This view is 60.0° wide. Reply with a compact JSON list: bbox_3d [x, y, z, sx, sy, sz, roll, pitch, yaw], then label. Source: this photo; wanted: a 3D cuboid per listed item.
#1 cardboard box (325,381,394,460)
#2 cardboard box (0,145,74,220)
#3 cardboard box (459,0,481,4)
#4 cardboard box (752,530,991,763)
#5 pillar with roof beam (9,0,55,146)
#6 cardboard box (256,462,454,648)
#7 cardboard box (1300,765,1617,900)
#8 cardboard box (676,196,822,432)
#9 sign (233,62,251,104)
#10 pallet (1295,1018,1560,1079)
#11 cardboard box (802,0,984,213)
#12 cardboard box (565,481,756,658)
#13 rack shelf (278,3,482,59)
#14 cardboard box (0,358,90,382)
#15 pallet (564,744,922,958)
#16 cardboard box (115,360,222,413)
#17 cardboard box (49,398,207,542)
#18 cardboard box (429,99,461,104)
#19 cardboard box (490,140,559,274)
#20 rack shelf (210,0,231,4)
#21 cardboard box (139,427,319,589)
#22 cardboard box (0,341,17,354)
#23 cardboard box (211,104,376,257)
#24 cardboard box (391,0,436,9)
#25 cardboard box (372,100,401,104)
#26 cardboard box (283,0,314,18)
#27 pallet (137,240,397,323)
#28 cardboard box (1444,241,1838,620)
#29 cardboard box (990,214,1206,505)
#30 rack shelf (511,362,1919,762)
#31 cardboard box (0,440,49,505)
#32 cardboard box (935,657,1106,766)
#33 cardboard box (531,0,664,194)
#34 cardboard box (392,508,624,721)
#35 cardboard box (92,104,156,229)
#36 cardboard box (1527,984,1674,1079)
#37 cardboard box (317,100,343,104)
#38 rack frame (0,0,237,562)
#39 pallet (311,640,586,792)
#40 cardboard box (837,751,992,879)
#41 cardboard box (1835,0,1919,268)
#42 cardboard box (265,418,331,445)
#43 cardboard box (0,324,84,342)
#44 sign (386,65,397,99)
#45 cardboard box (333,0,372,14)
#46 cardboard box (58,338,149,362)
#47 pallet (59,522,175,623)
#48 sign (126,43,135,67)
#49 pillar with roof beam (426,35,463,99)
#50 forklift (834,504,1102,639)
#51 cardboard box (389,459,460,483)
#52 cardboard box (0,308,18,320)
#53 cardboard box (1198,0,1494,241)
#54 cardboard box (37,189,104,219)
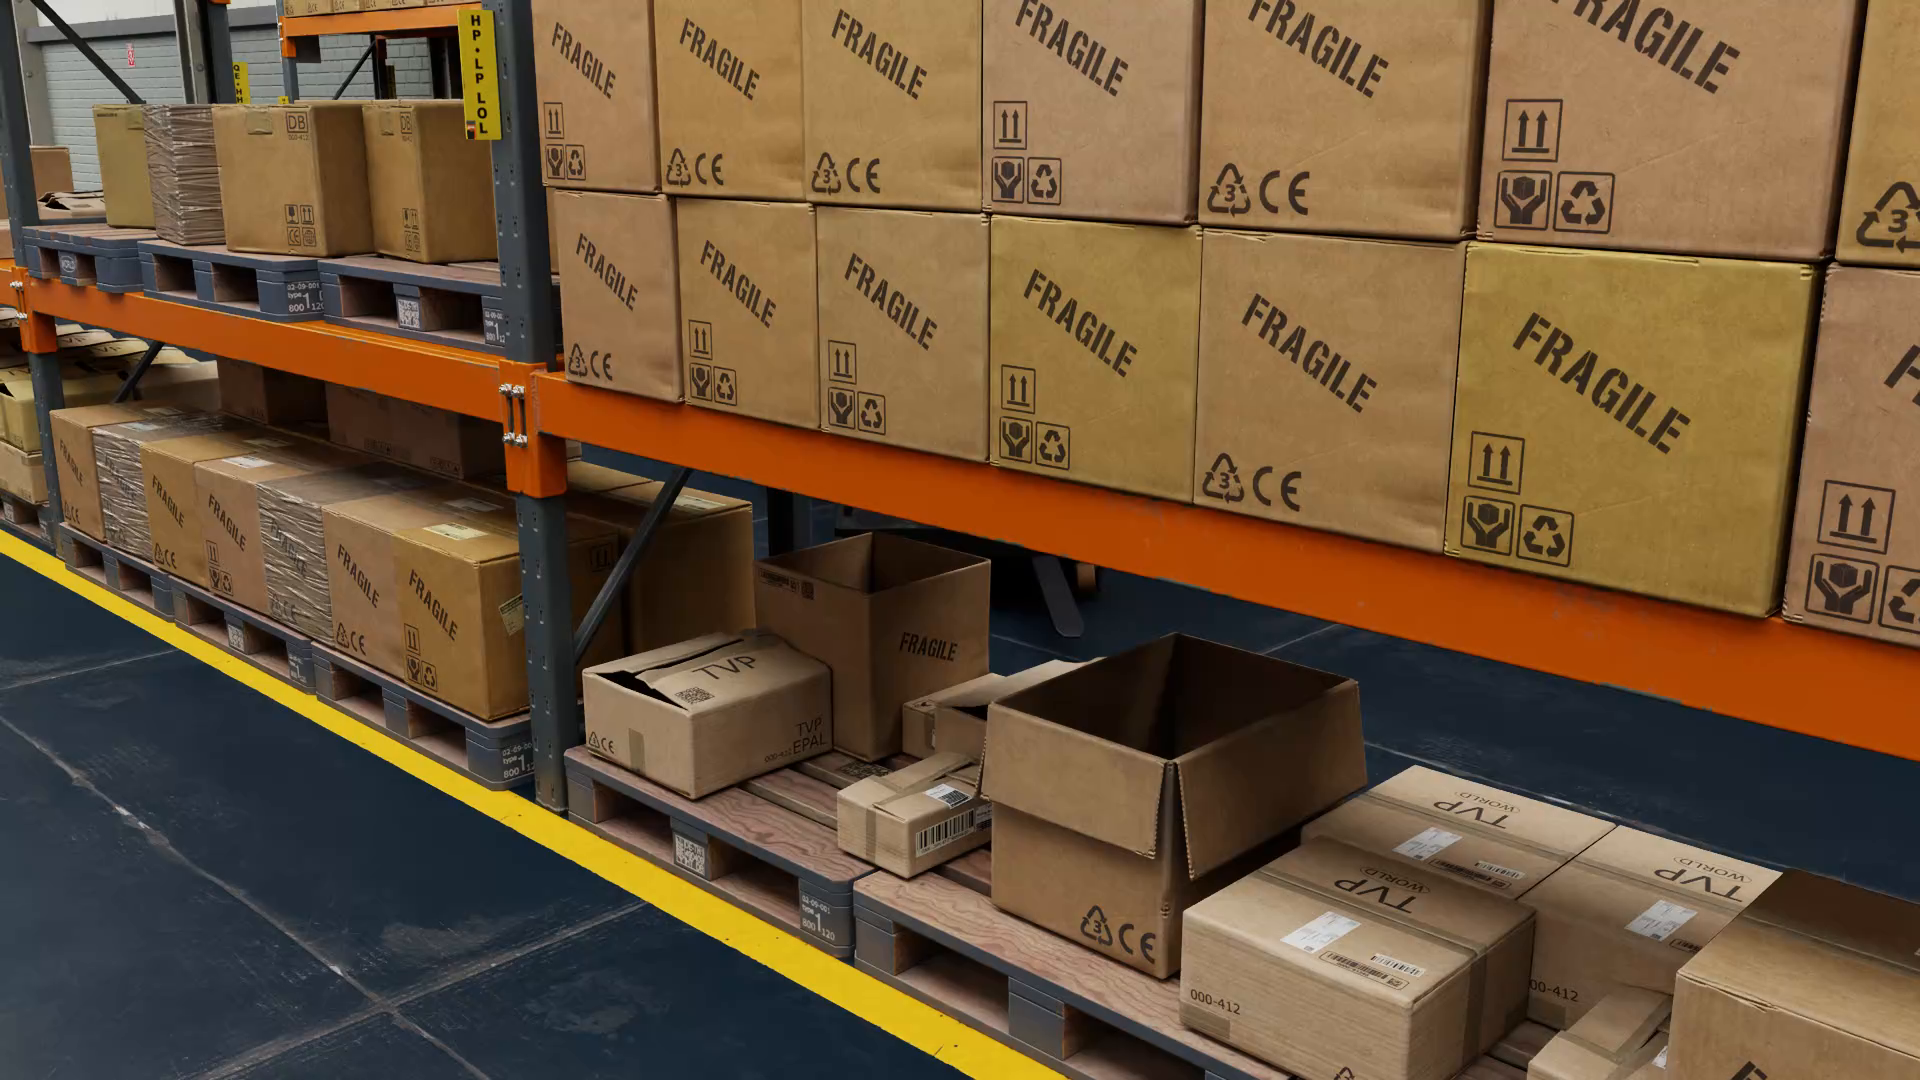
[{"bbox_3d":[-2.126,-0.506,6.523,0.500,0.250,0.500,13,20,41],"label":"cardboard box"},{"bbox_3d":[-4.964,-1.787,8.645,0.500,0.500,0.500,12,19,39],"label":"cardboard box"},{"bbox_3d":[-3.726,-4.602,13.457,0.500,0.500,0.500,-14,20,-43],"label":"cardboard box"},{"bbox_3d":[-0.258,0.297,4.930,0.500,0.500,0.500,14,20,42],"label":"cardboard box"},{"bbox_3d":[-16.591,-8.005,20.806,0.400,9.000,9.100,14,20,42],"label":"pillar with roof beam"},{"bbox_3d":[-2.130,0.038,5.921,0.500,0.500,0.500,14,20,43],"label":"cardboard box"},{"bbox_3d":[1.100,0.748,3.694,0.500,0.250,0.500,14,20,42],"label":"cardboard box"},{"bbox_3d":[-0.317,-0.569,3.969,0.500,0.500,0.500,14,20,43],"label":"cardboard box"},{"bbox_3d":[-3.375,-2.070,7.790,0.005,0.325,0.100,14,20,42],"label":"sign"},{"bbox_3d":[1.385,1.149,3.106,1.213,0.211,1.003,14,20,42],"label":"pallet"},{"bbox_3d":[0.020,-0.967,3.512,0.500,0.500,0.500,13,19,41],"label":"cardboard box"},{"bbox_3d":[-1.044,0.120,5.609,0.500,0.500,0.500,13,19,40],"label":"cardboard box"},{"bbox_3d":[-4.628,-4.502,14.738,4.000,0.370,1.077,14,20,42],"label":"rack shelf"},{"bbox_3d":[-4.672,-0.729,8.290,0.500,0.311,0.500,13,20,41],"label":"cardboard box"},{"bbox_3d":[-0.372,0.722,4.745,1.213,0.211,1.003,14,20,42],"label":"pallet"},{"bbox_3d":[-3.918,-0.737,8.321,0.500,0.311,0.500,-14,20,-42],"label":"cardboard box"},{"bbox_3d":[-3.616,-0.320,7.297,0.500,0.500,0.500,-13,20,-42],"label":"cardboard box"},{"bbox_3d":[-4.107,-3.461,14.037,0.500,0.500,0.500,14,20,42],"label":"cardboard box"},{"bbox_3d":[-1.051,-1.123,5.263,0.500,0.500,0.700,7,16,24],"label":"cardboard box"},{"bbox_3d":[-2.305,-2.202,5.911,4.000,0.370,1.077,14,20,42],"label":"rack shelf"},{"bbox_3d":[-2.877,-0.141,6.608,0.500,0.500,0.500,13,20,41],"label":"cardboard box"},{"bbox_3d":[-5.392,-0.906,8.969,0.500,0.311,0.500,-14,20,-43],"label":"cardboard box"},{"bbox_3d":[-2.180,-1.298,5.933,0.500,0.500,0.700,8,17,28],"label":"cardboard box"},{"bbox_3d":[-4.504,-4.782,14.150,0.500,0.500,0.500,13,19,40],"label":"cardboard box"},{"bbox_3d":[-4.837,-3.642,14.731,0.500,0.500,0.500,-14,20,-42],"label":"cardboard box"},{"bbox_3d":[-6.001,-5.154,15.576,0.500,0.500,0.500,-14,20,-43],"label":"cardboard box"},{"bbox_3d":[-2.342,-1.016,6.263,1.213,0.211,1.003,14,20,42],"label":"pallet"},{"bbox_3d":[1.127,-0.216,2.613,0.500,0.500,0.500,14,20,43],"label":"cardboard box"},{"bbox_3d":[0.409,-0.392,3.290,0.500,0.500,0.500,13,20,41],"label":"cardboard box"},{"bbox_3d":[0.574,-0.050,3.602,4.000,0.370,1.077,14,20,42],"label":"rack shelf"},{"bbox_3d":[-4.293,-0.369,8.019,0.500,0.250,0.500,-14,20,-43],"label":"cardboard box"},{"bbox_3d":[0.282,0.519,4.450,0.500,0.311,0.500,14,20,42],"label":"cardboard box"},{"bbox_3d":[-0.721,-1.147,4.204,0.500,0.500,0.500,-14,20,-43],"label":"cardboard box"},{"bbox_3d":[-1.420,0.214,5.246,0.500,0.500,0.500,14,20,42],"label":"cardboard box"},{"bbox_3d":[-3.213,-1.610,7.132,0.500,0.500,0.700,7,16,24],"label":"cardboard box"},{"bbox_3d":[1.223,0.972,2.998,0.250,0.166,0.380,14,20,42],"label":"cardboard box"},{"bbox_3d":[-5.584,-3.822,15.421,0.500,0.500,0.500,14,20,42],"label":"cardboard box"},{"bbox_3d":[-3.745,-1.448,7.542,0.127,3.000,1.000,14,20,42],"label":"rack frame"},{"bbox_3d":[-1.477,0.466,5.727,1.213,0.211,1.003,14,20,42],"label":"pallet"},{"bbox_3d":[-0.084,0.672,4.150,0.250,0.166,0.380,14,20,42],"label":"cardboard box"},{"bbox_3d":[1.503,-0.608,2.137,0.500,0.500,0.500,13,20,42],"label":"cardboard box"},{"bbox_3d":[-2.536,-0.240,6.989,0.500,0.500,0.500,13,19,40],"label":"cardboard box"},{"bbox_3d":[-5.397,-1.096,9.697,0.500,0.311,0.500,14,20,42],"label":"cardboard box"},{"bbox_3d":[-5.669,-4.559,16.556,0.005,0.325,0.100,14,20,42],"label":"sign"},{"bbox_3d":[-5.263,-4.963,14.845,0.500,0.500,0.500,-13,20,-42],"label":"cardboard box"},{"bbox_3d":[-4.668,-0.917,9.012,0.500,0.311,0.500,13,19,41],"label":"cardboard box"},{"bbox_3d":[-3.234,0.039,7.365,1.213,0.211,1.003,14,20,42],"label":"pallet"},{"bbox_3d":[-10.972,-6.413,22.000,0.199,0.298,0.001,14,20,42],"label":"sign"},{"bbox_3d":[-7.952,-5.904,12.745,0.400,9.000,9.100,14,20,42],"label":"pillar with roof beam"},{"bbox_3d":[0.014,-1.245,6.897,1.130,2.935,3.031,-1,15,-3],"label":"forklift"},{"bbox_3d":[-1.791,-0.061,6.301,0.500,0.500,0.500,14,20,43],"label":"cardboard box"},{"bbox_3d":[-6.134,-1.274,10.379,0.500,0.311,0.500,14,20,42],"label":"cardboard box"},{"bbox_3d":[0.762,-0.787,2.821,0.500,0.500,0.500,-14,20,-43],"label":"cardboard box"},{"bbox_3d":[-4.254,-1.597,8.289,0.500,0.311,0.500,13,20,42],"label":"cardboard box"}]
